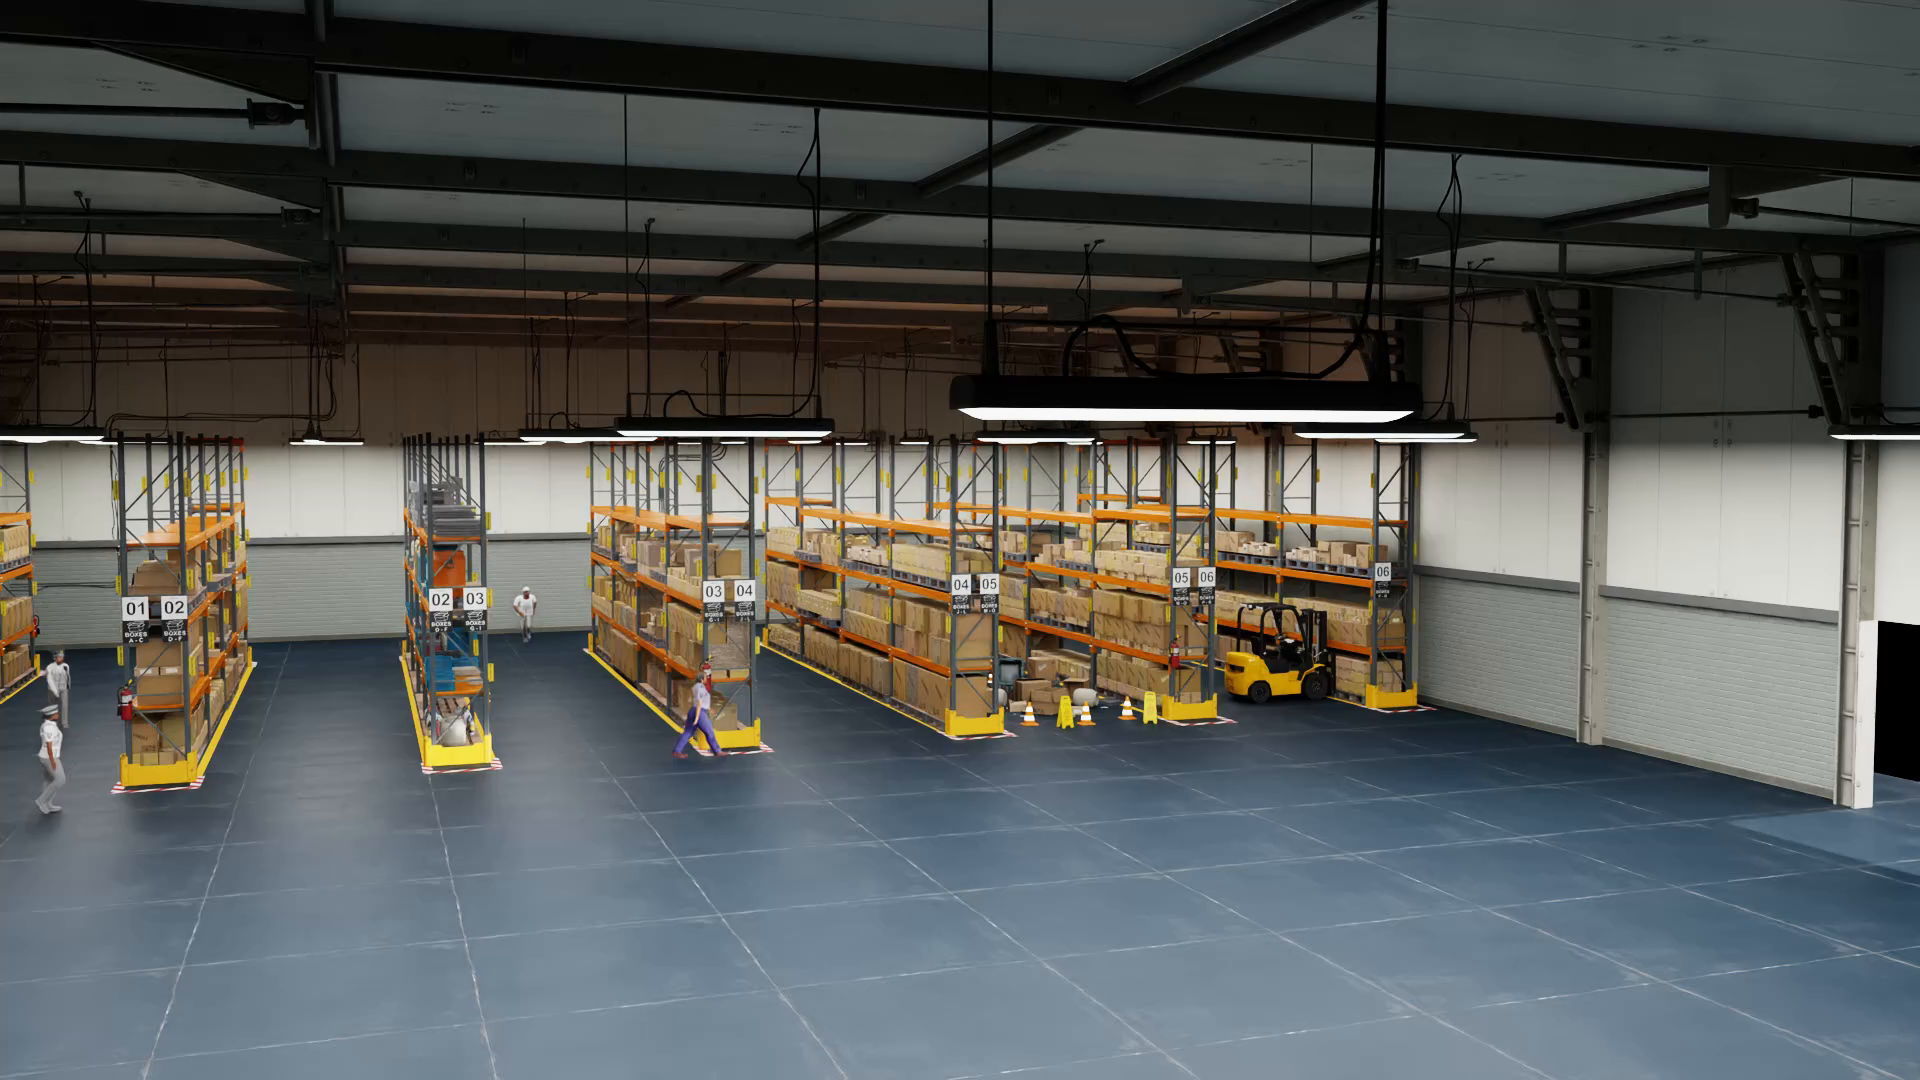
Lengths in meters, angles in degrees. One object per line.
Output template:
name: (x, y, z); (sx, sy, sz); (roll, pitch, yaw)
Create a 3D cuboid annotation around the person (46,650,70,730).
person: (-18.271, 3.031, 33.741); (0.450, 1.589, 1.069); (-2, 4, -37)

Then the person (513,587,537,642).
person: (-12.763, 2.188, 48.790); (0.648, 1.666, 0.701); (-1, 3, -11)

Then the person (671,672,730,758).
person: (-4.761, 3.214, 30.584); (1.053, 1.569, 0.531); (-1, 3, -23)

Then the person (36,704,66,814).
person: (-14.246, 3.422, 26.037); (0.429, 1.681, 0.477); (-2, 4, -26)
